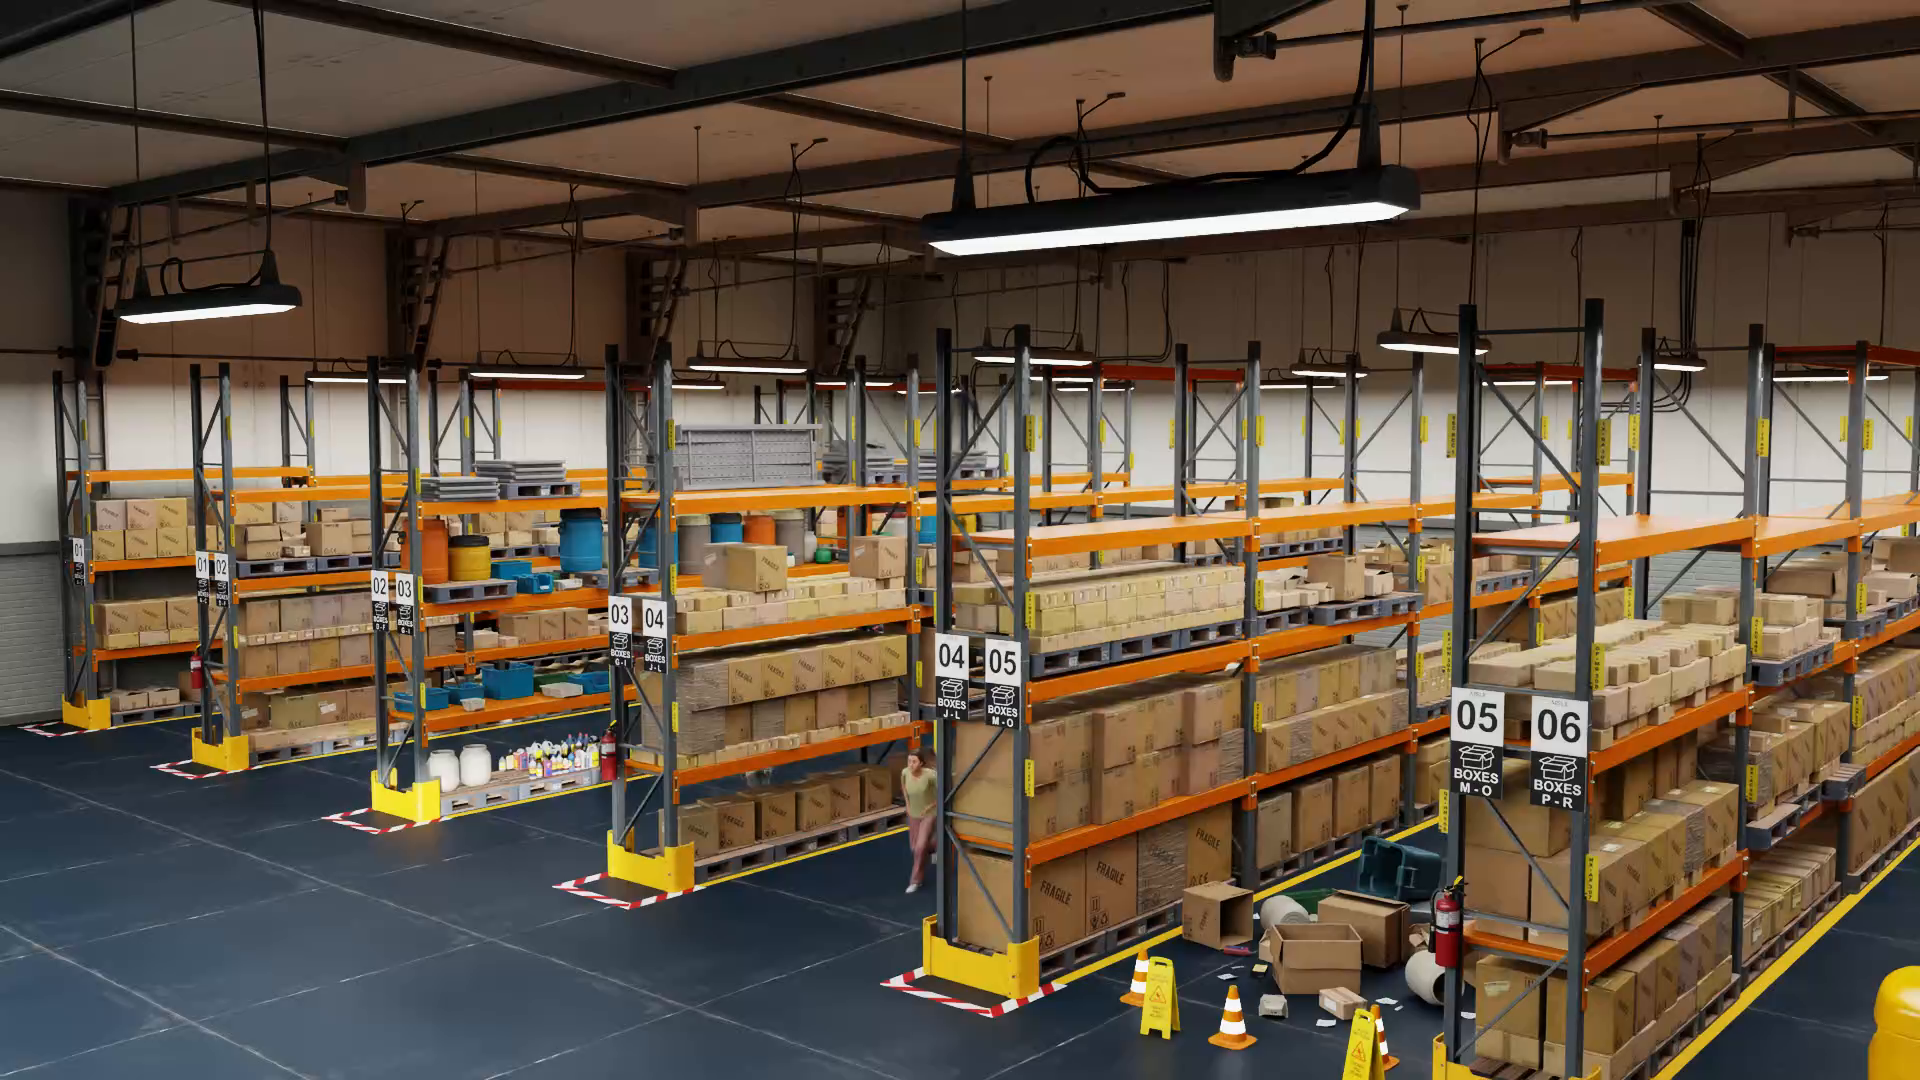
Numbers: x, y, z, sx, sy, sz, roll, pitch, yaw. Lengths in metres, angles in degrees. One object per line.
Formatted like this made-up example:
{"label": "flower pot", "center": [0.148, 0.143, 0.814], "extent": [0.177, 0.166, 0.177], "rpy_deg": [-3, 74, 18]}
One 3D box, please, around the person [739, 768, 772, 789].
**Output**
{"label": "person", "center": [-2.769, 2.776, 22.222], "extent": [0.608, 1.619, 0.690], "rpy_deg": [3, 5, 37]}

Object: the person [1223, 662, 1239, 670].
{"label": "person", "center": [3.881, 2.604, 23.697], "extent": [0.749, 1.758, 0.908], "rpy_deg": [-3, 5, -37]}

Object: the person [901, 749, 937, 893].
{"label": "person", "center": [-0.371, 3.062, 18.404], "extent": [0.577, 1.610, 0.790], "rpy_deg": [2, 4, 21]}
